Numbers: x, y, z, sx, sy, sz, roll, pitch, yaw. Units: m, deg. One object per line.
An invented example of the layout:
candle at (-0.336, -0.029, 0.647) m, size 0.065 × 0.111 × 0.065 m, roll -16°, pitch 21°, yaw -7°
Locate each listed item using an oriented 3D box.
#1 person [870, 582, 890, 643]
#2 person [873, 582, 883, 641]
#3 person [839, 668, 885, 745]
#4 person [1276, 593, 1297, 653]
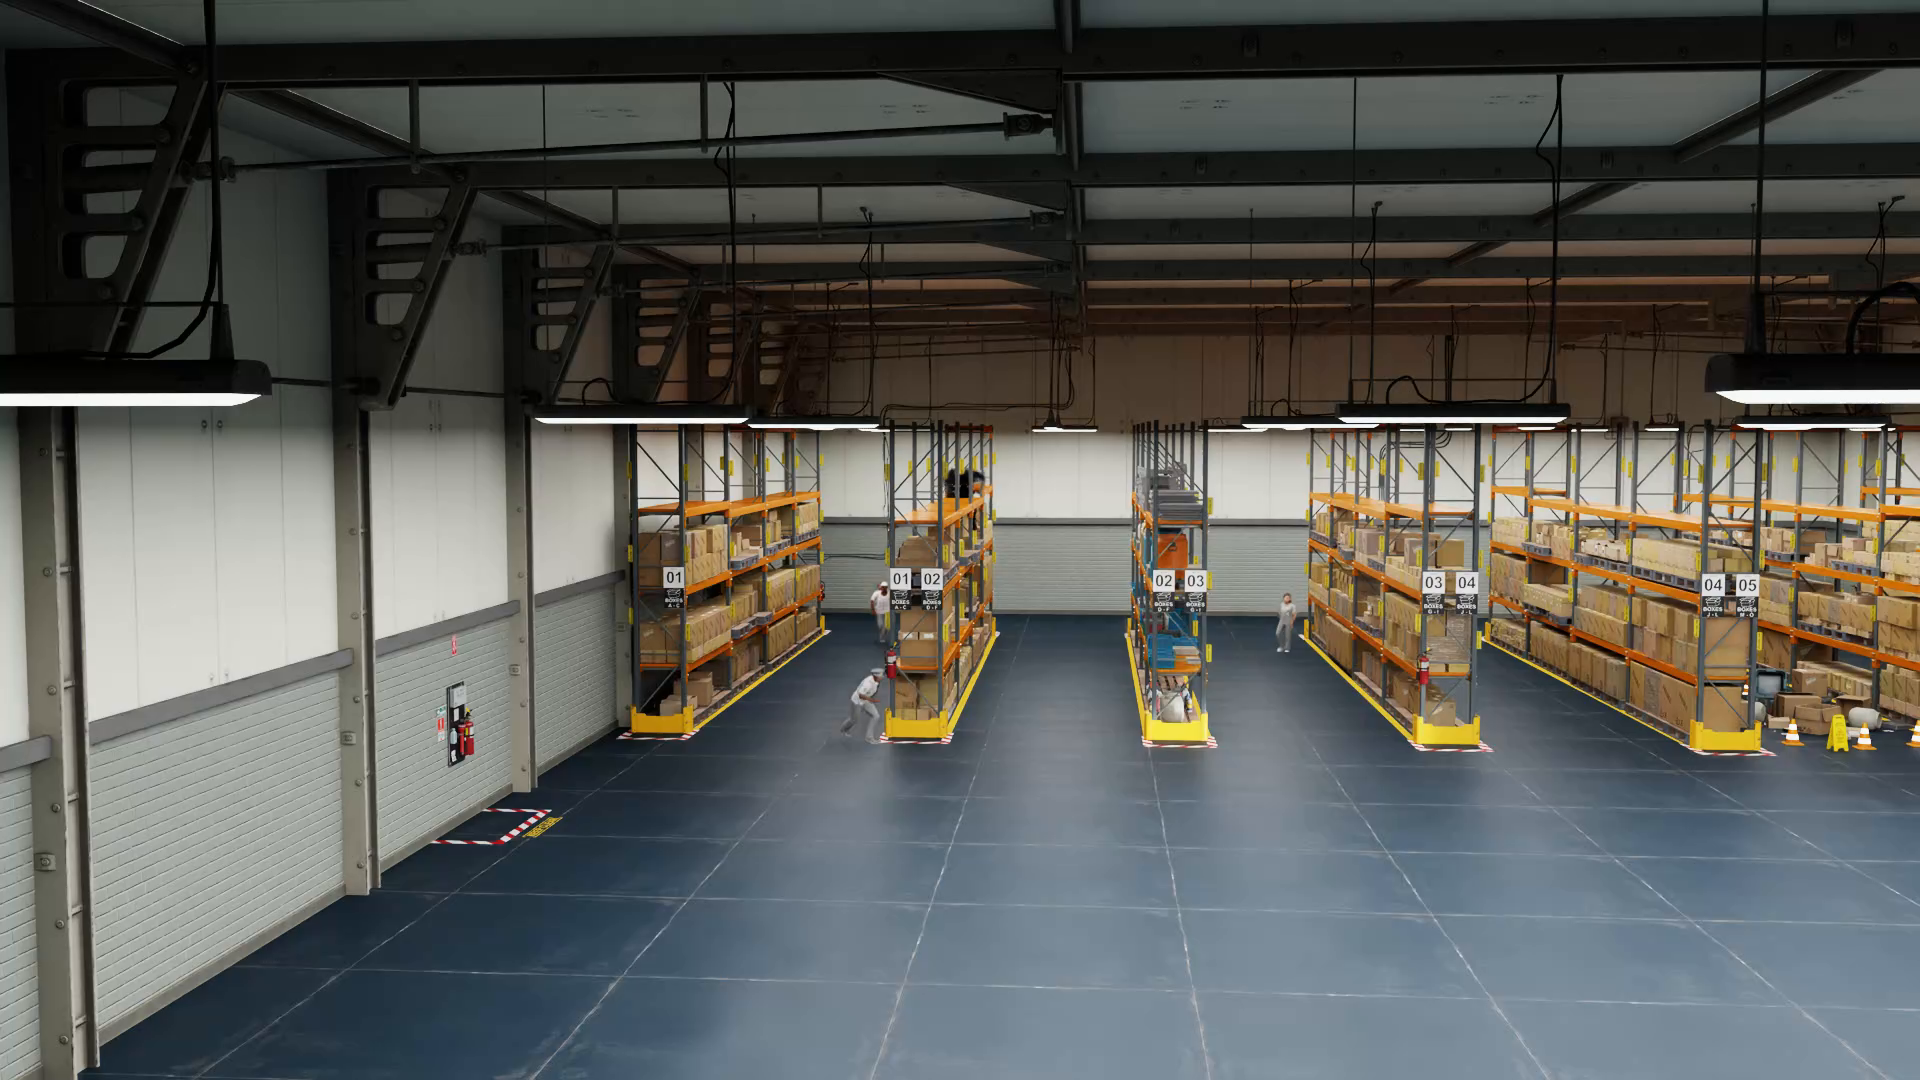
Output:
person at (-2.111, 1.986, 45.677) m, size 0.711 × 1.691 × 0.565 m, roll 0°, pitch 4°, yaw -5°
person at (-2.197, 1.968, 46.423) m, size 0.510 × 1.626 × 0.823 m, roll 0°, pitch 4°, yaw 6°
person at (-1.859, 3.068, 30.885) m, size 1.119 × 1.444 × 0.570 m, roll 2°, pitch 4°, yaw 34°
person at (8.513, 2.161, 43.283) m, size 0.558 × 1.608 × 0.716 m, roll 2°, pitch 4°, yaw 26°
